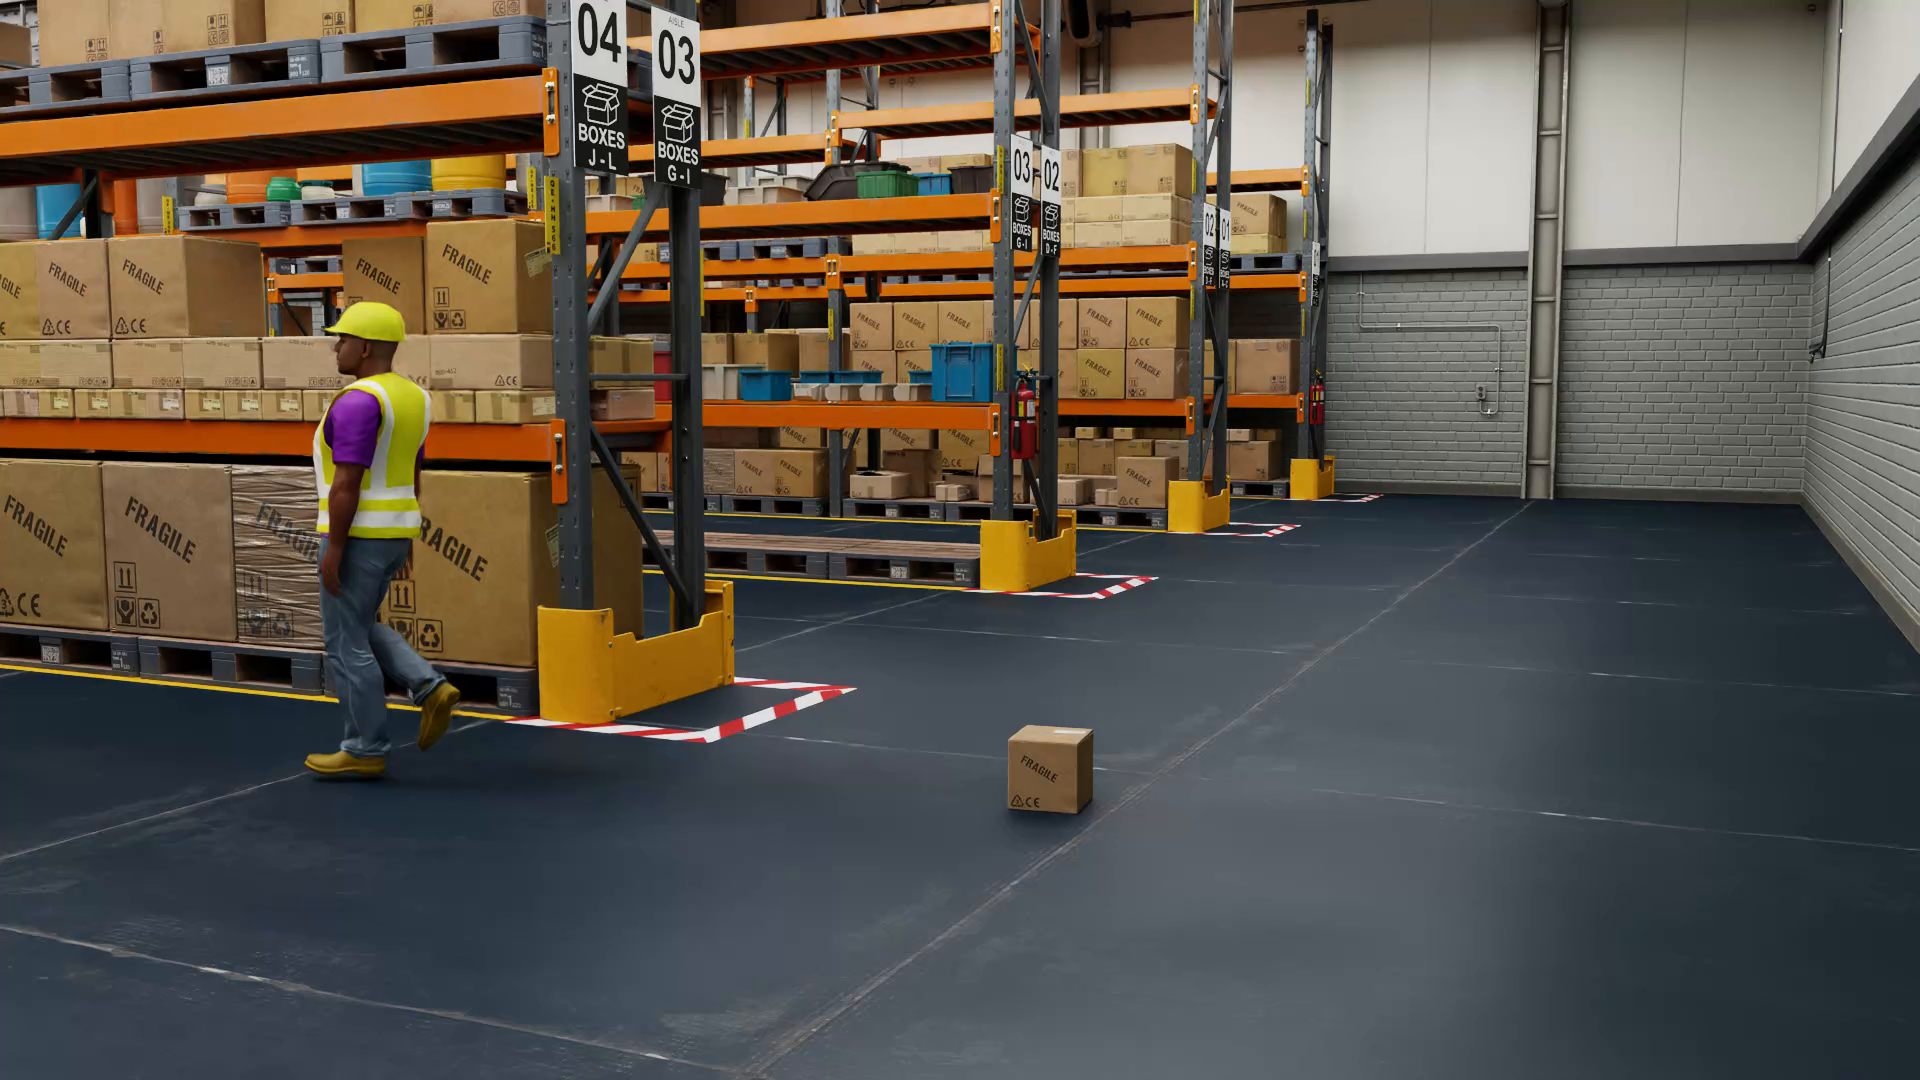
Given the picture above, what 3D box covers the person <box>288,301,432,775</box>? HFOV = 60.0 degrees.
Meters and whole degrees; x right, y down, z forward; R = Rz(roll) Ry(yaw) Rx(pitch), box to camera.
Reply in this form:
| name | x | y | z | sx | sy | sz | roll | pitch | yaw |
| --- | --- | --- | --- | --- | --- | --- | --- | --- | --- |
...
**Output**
| name | x | y | z | sx | sy | sz | roll | pitch | yaw |
| --- | --- | --- | --- | --- | --- | --- | --- | --- | --- |
| person | -2.281 | -0.013 | 6.259 | 0.484 | 1.759 | 0.621 | 1 | 6 | 7 |
